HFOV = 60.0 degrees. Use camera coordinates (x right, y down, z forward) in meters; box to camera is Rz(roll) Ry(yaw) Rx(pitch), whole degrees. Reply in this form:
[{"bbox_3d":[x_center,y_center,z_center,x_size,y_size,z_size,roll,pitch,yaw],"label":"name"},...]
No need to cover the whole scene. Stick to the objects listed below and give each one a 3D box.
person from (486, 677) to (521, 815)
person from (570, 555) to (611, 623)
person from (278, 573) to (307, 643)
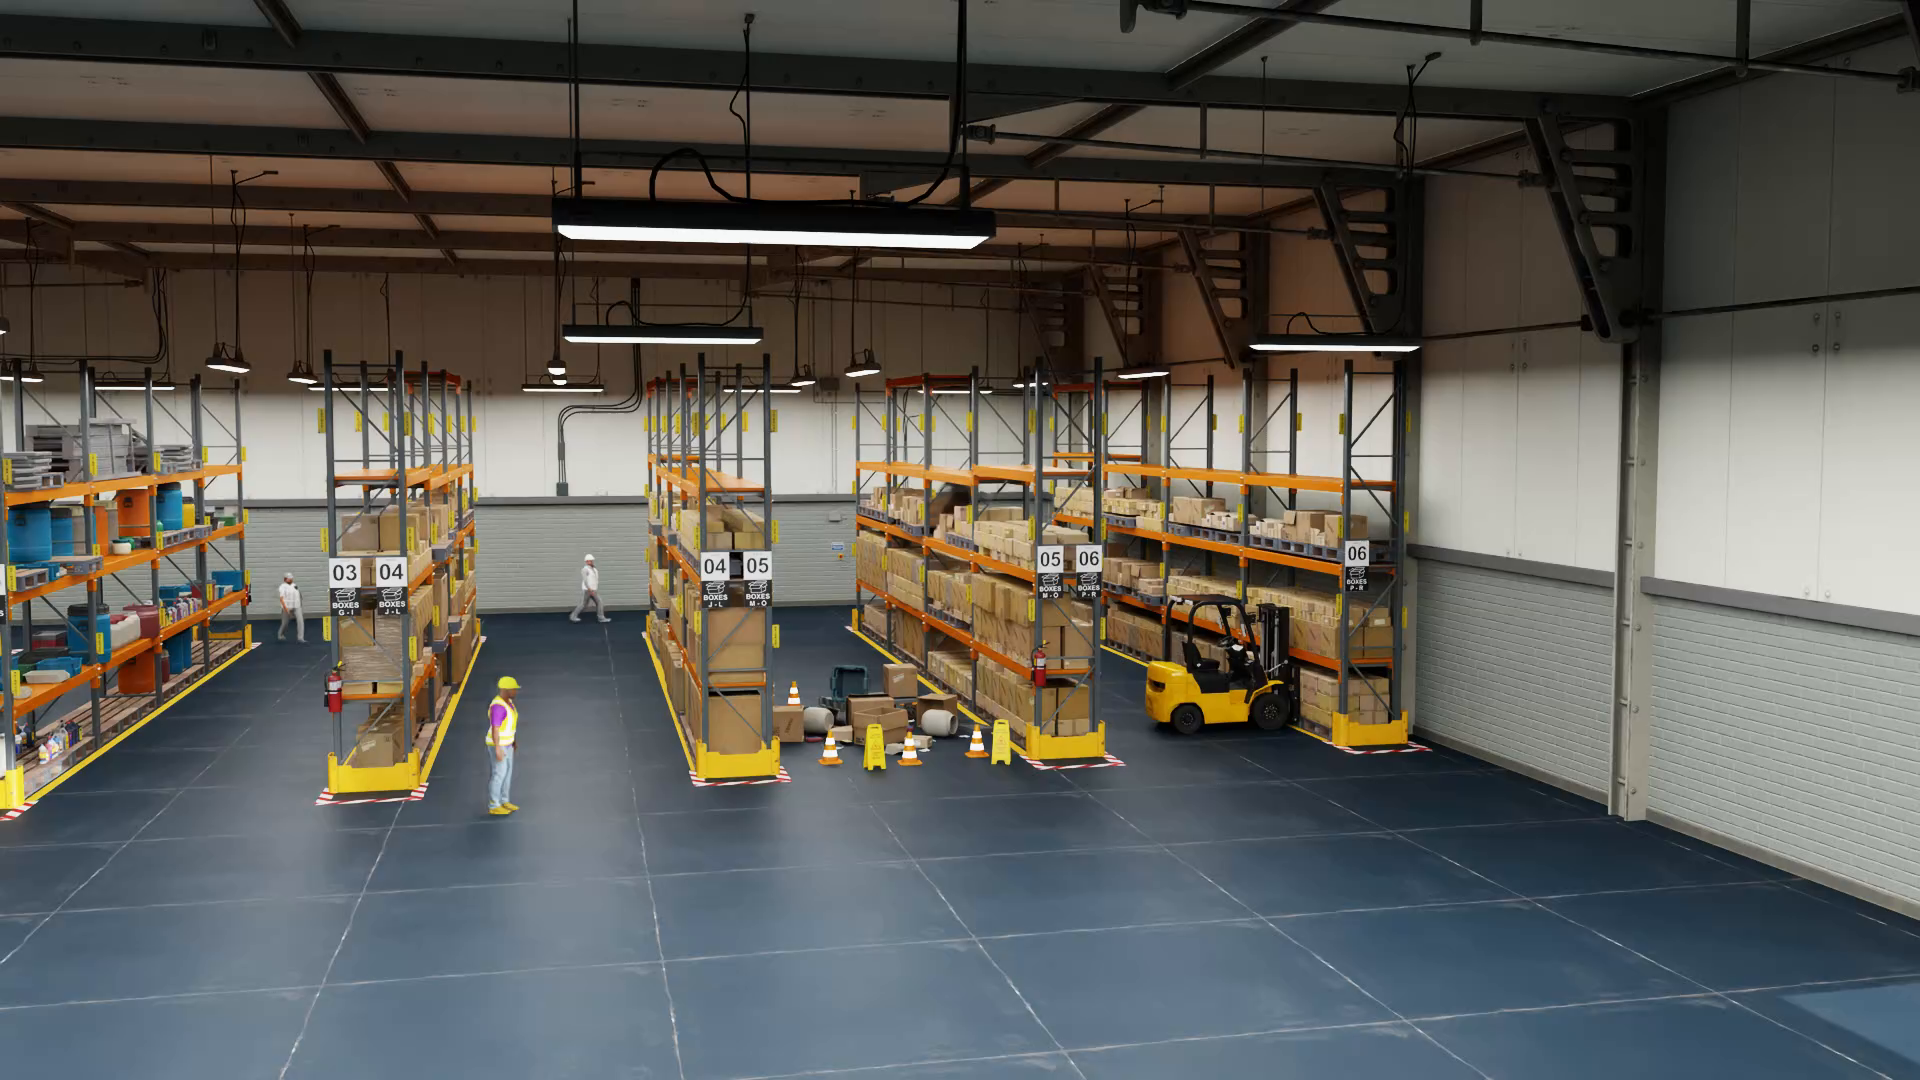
[{"bbox_3d":[-5.869,2.635,21.411,0.449,1.772,0.603,0,4,1],"label":"person"},{"bbox_3d":[-9.291,1.233,41.766,0.994,1.738,0.571,0,4,7],"label":"person"},{"bbox_3d":[-15.282,1.549,37.959,0.504,1.607,0.846,-3,5,-41],"label":"person"}]
